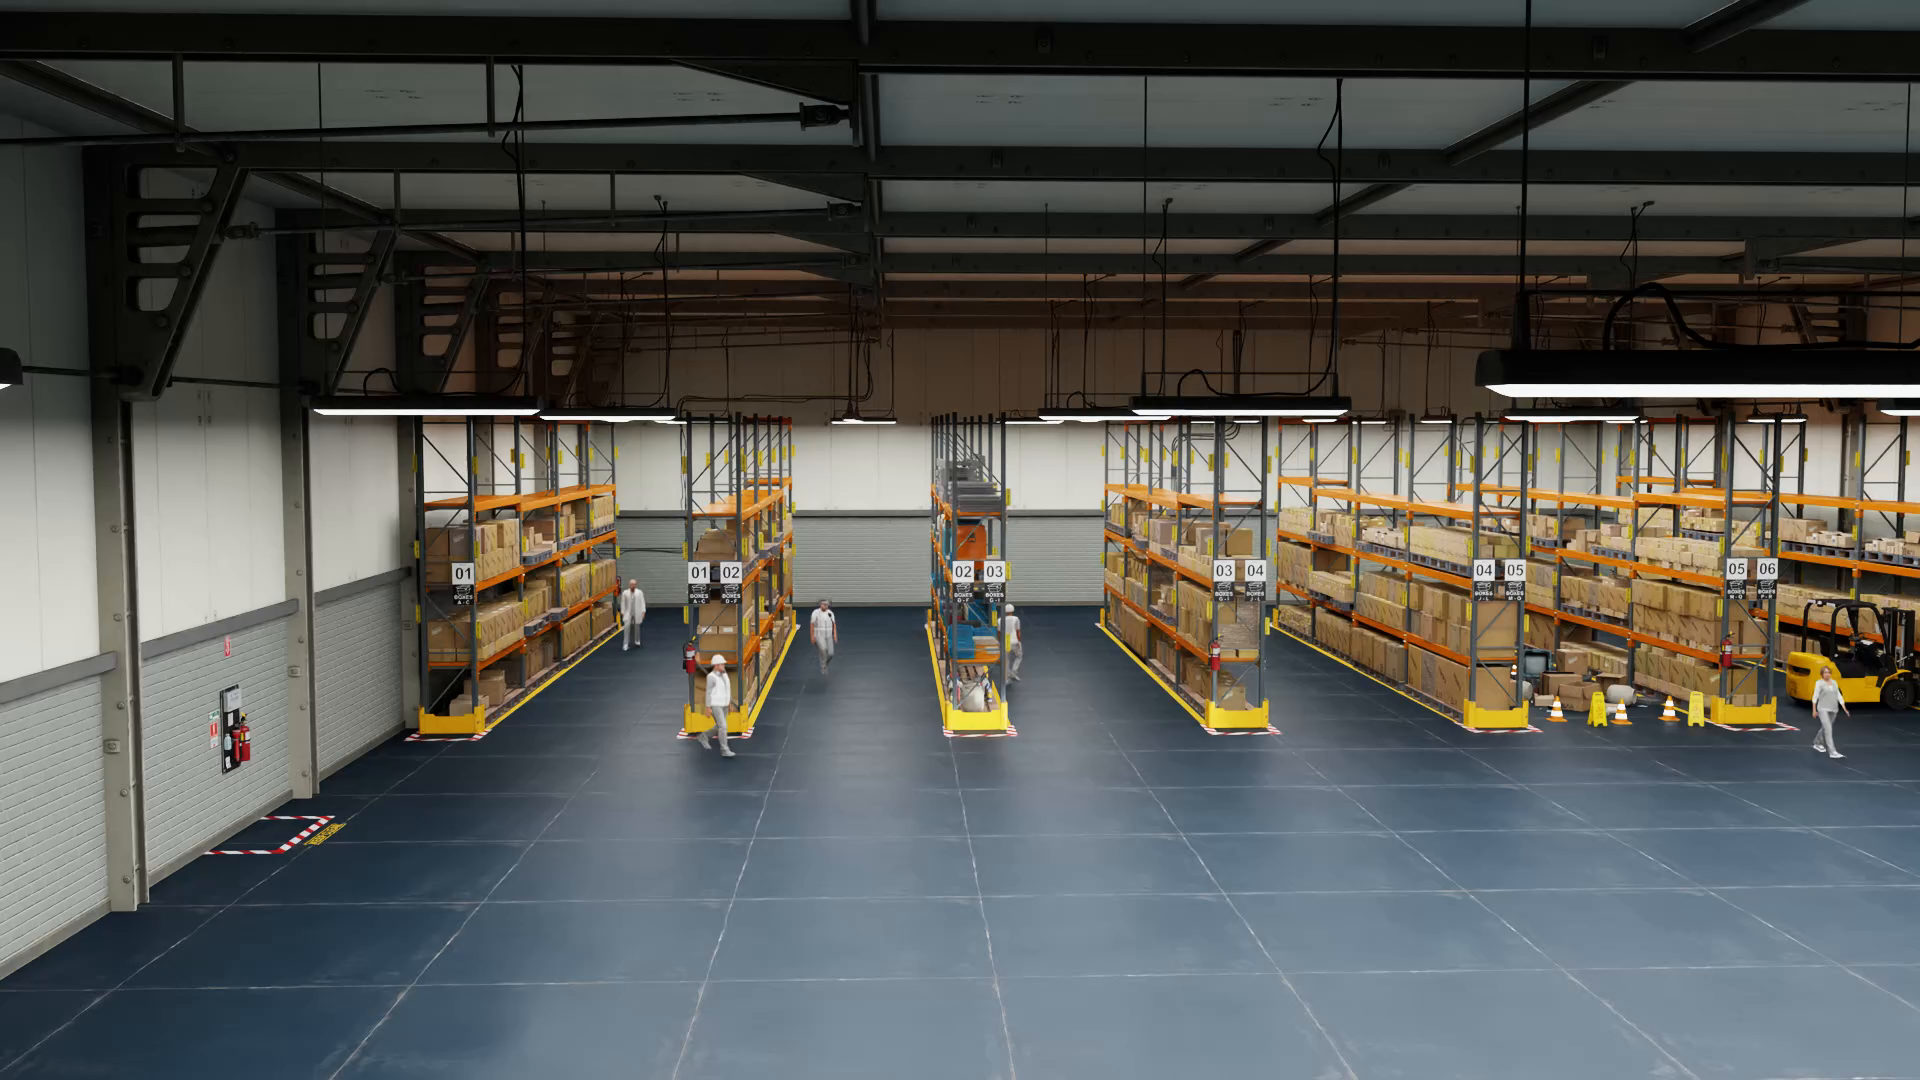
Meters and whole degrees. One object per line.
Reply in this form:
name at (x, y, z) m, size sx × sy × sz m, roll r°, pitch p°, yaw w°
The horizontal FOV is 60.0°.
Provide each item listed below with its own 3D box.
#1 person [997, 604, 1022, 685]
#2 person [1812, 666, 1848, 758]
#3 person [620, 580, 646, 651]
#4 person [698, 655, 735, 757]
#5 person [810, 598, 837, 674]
person at (1.107, 2.305, 36.987) m, size 0.595 × 1.770 × 0.464 m, roll 1°, pitch 4°, yaw 21°
person at (15.093, 2.963, 28.858) m, size 0.448 × 1.553 × 0.893 m, roll 0°, pitch 4°, yaw -6°
person at (-8.461, 1.920, 43.005) m, size 0.655 × 1.768 × 0.997 m, roll 0°, pitch 4°, yaw -5°
person at (-4.231, 2.869, 29.021) m, size 0.893 × 1.747 × 0.577 m, roll 2°, pitch 4°, yaw 26°
person at (-2.996, 2.130, 37.141) m, size 0.561 × 1.631 × 0.792 m, roll -2°, pitch 4°, yaw -29°
